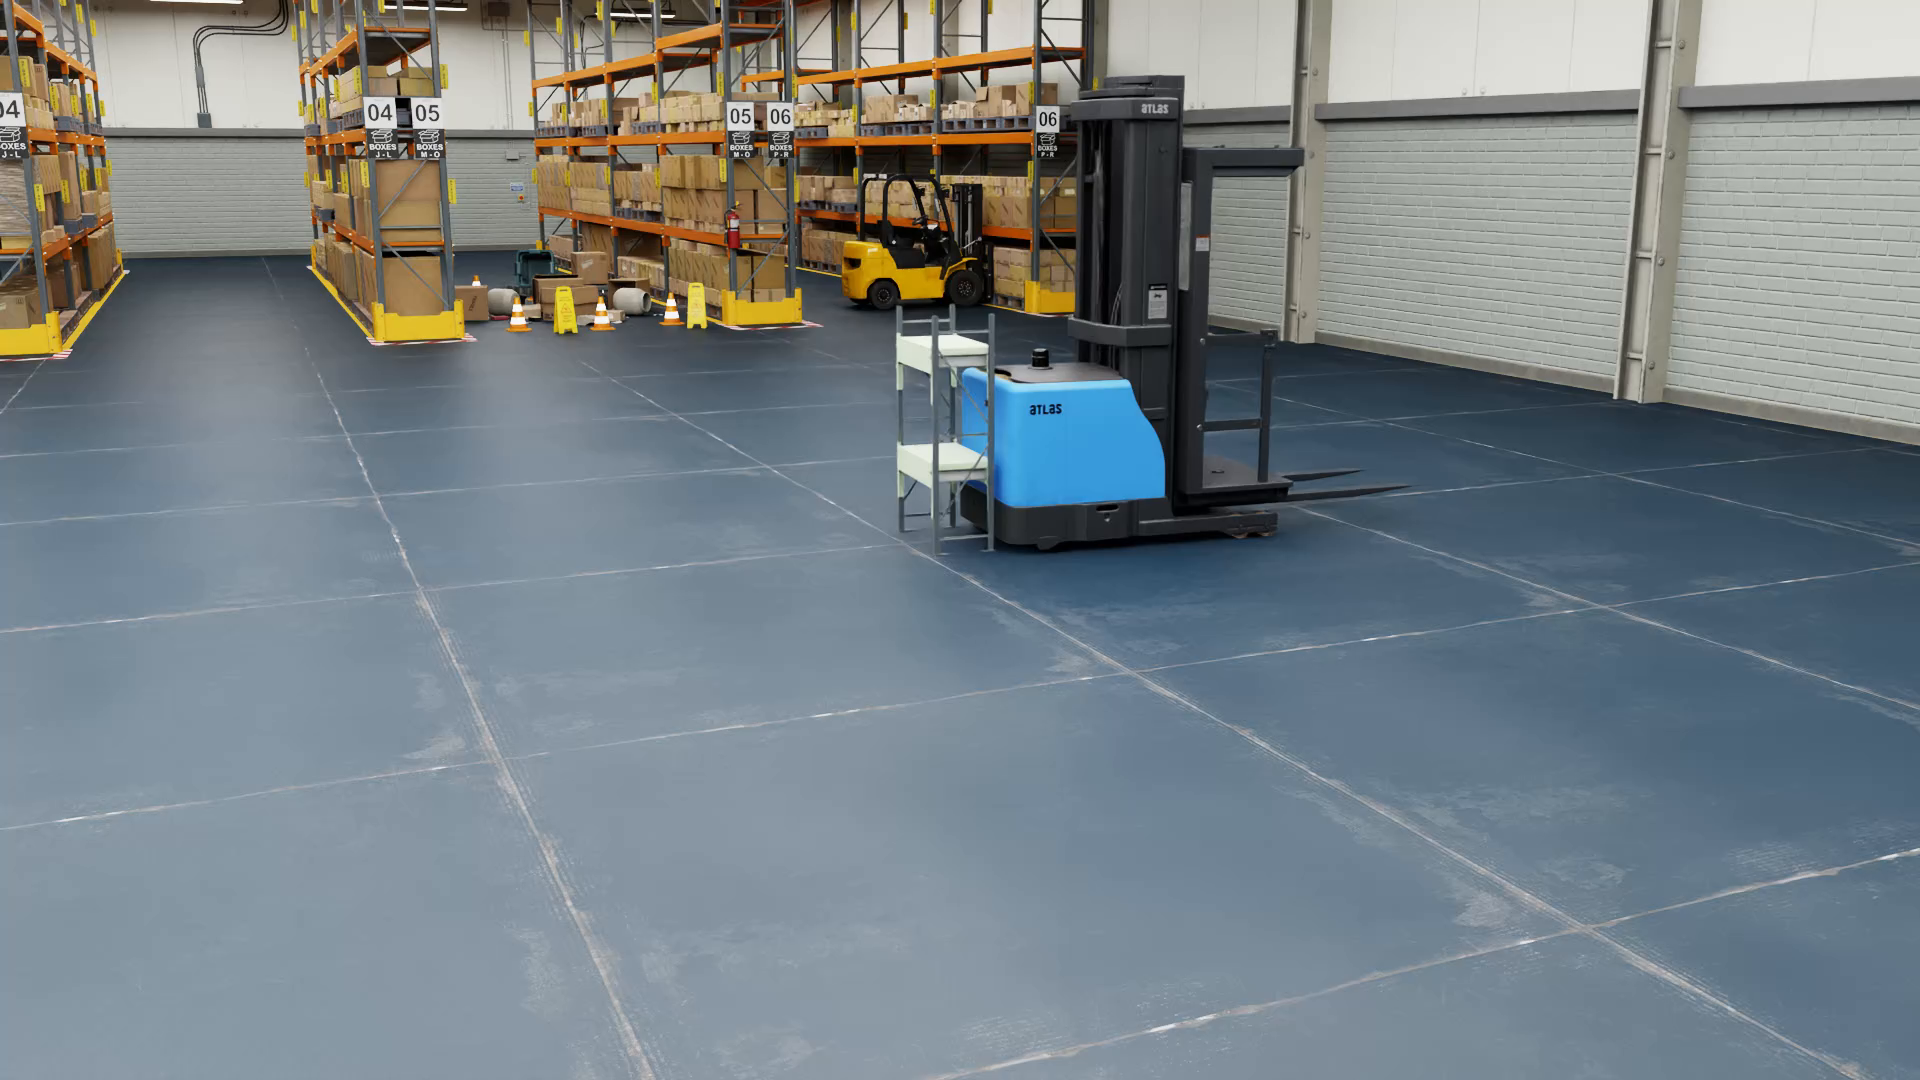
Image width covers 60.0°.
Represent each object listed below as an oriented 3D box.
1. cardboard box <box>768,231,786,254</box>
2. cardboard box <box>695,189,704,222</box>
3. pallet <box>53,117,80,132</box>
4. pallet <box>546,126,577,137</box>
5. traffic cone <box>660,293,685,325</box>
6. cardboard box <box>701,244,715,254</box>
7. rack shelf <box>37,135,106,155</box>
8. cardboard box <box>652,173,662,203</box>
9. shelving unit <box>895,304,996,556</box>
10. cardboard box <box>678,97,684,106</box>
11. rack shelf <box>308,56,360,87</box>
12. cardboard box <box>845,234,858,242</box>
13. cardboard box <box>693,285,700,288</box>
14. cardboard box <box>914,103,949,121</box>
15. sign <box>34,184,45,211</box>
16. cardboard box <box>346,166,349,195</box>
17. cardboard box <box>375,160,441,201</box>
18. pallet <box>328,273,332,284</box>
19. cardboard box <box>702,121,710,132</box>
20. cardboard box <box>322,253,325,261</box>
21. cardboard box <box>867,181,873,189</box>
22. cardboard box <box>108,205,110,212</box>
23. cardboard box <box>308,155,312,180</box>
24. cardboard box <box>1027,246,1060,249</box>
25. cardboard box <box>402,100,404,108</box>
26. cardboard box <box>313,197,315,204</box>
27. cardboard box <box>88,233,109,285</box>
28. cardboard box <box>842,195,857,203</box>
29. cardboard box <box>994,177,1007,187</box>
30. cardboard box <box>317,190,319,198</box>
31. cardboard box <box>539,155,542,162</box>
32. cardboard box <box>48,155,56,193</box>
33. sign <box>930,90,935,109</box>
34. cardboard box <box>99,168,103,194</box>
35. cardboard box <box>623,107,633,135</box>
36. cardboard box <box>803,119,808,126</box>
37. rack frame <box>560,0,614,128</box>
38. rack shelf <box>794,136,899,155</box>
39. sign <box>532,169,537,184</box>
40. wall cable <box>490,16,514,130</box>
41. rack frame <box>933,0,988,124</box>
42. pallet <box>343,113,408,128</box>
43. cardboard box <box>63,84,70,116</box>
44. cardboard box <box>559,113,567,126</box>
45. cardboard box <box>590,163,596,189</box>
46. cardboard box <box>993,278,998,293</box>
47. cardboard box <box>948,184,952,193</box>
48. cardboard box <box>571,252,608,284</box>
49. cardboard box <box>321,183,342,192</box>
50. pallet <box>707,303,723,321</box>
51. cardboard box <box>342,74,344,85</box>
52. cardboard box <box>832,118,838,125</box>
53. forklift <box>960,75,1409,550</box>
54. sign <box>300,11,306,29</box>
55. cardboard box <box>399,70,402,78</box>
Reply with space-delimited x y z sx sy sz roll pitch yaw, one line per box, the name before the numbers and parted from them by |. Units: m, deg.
cardboard box | -4.208 -7.013 39.129 0.500 0.500 0.500 -5 14 -22
cardboard box | -3.794 -5.193 25.773 0.500 0.500 0.500 -6 14 -23
pallet | -14.181 -6.357 25.447 1.213 0.211 1.003 -6 14 -23
pallet | -8.540 -9.023 36.749 1.003 0.211 1.213 -6 14 -23
traffic cone | -4.285 -3.441 24.710 0.336 0.463 0.334 -6 14 -23
cardboard box | -3.797 -4.515 25.789 0.380 0.149 0.250 -5 14 -22
rack shelf | -17.619 -7.813 32.917 1.077 0.370 4.000 -6 14 -23
cardboard box | -4.928 -6.004 28.345 0.500 0.500 0.500 -6 14 -24
shelving unit | -0.100 -0.723 10.667 0.431 1.500 0.755 -5 14 -19
cardboard box | -4.251 -6.954 26.399 0.380 0.149 0.250 -6 14 -25
rack shelf | -11.431 -8.680 30.898 1.077 0.370 4.000 -6 14 -23
cardboard box | -2.156 -6.242 34.361 0.380 0.149 0.250 -6 15 -26
cardboard box | -3.916 -3.927 26.353 0.500 0.250 0.500 -6 14 -25
cardboard box | -0.499 -7.779 30.219 0.500 0.311 0.500 -6 14 -25
sign | -11.513 -4.280 20.791 0.100 0.325 0.005 -6 14 -23
cardboard box | -9.843 -6.016 27.770 0.700 0.500 0.500 -6 14 -24
cardboard box | -7.538 -4.916 22.729 0.875 0.550 0.550 -6 14 -23
pallet | -11.919 -5.196 32.854 1.003 0.211 1.213 -6 14 -23
cardboard box | -3.718 -6.304 25.359 0.380 0.149 0.250 -6 14 -23
cardboard box | -12.769 -5.767 33.868 0.380 0.149 0.250 -6 14 -26
cardboard box | -1.622 -7.024 32.904 0.380 0.149 0.250 -5 14 -22
cardboard box | -17.671 -6.791 34.118 0.380 0.149 0.250 -5 14 -22
cardboard box | -13.502 -7.893 35.221 0.500 0.500 0.500 -6 14 -24
cardboard box | 1.394 -4.725 27.582 0.500 0.250 0.500 -6 14 -23
cardboard box | -7.674 -6.137 23.486 0.380 0.149 0.250 -6 14 -23
cardboard box | -12.496 -6.675 32.684 0.380 0.149 0.250 -6 14 -26
cardboard box | -15.822 -4.961 29.433 1.225 0.875 0.875 -6 14 -23
cardboard box | -2.203 -6.990 34.043 0.380 0.149 0.250 -5 14 -22
cardboard box | 0.785 -5.920 27.475 0.380 0.149 0.250 -5 14 -22
cardboard box | -11.867 -6.497 31.255 0.380 0.149 0.250 -6 14 -24
cardboard box | -9.451 -8.764 38.204 0.380 0.149 0.250 -5 14 -22
cardboard box | -12.779 -5.042 22.903 0.500 0.500 0.500 -6 14 -23
sign | -0.479 -7.795 29.402 0.100 0.325 0.005 -6 14 -23
cardboard box | -17.178 -7.057 32.720 0.500 0.500 0.500 -6 14 -25
cardboard box | -5.764 -7.671 30.486 0.700 0.500 0.500 -6 14 -23
cardboard box | -3.149 -8.967 35.714 0.380 0.149 0.250 -5 14 -22
rack frame | -7.737 -10.106 34.579 1.000 3.000 0.127 -6 14 -23
rack shelf | -2.389 -8.330 35.154 1.077 0.370 4.000 -6 14 -23
sign | -9.850 -8.421 38.509 0.100 0.325 0.005 -6 14 -23
wall cable | -11.876 -12.083 43.118 0.463 3.000 0.029 -6 14 -23
rack frame | 0.014 -8.903 29.378 1.000 3.000 0.127 -6 14 -23
pallet | -8.709 -6.311 25.030 1.003 0.211 1.213 -6 14 -23
cardboard box | -14.579 -7.035 26.630 0.500 0.500 0.500 -6 14 -23
cardboard box | -8.286 -8.936 35.319 0.396 0.266 0.258 -5 14 -21
cardboard box | -6.988 -7.185 32.821 0.500 0.500 0.500 -6 14 -23
cardboard box | 0.756 -4.295 27.941 0.500 0.250 0.500 -5 14 -22
cardboard box | 0.006 -6.202 29.353 0.380 0.149 0.250 -5 14 -22
cardboard box | -6.152 -4.515 27.589 0.500 0.500 0.500 -6 14 -23
cardboard box | -11.246 -6.321 29.836 0.380 0.149 0.250 -6 14 -25
pallet | -3.254 -3.533 25.665 1.003 0.211 1.213 -6 14 -23
cardboard box | -8.887 -6.780 24.496 0.380 0.149 0.250 -6 14 -24
cardboard box | -2.442 -8.709 34.641 0.380 0.149 0.250 -5 14 -21
forklift | 1.574 -1.544 11.041 3.031 2.935 1.130 -5 14 -19
sign | -12.737 -10.087 32.248 0.100 0.325 0.005 -6 14 -23
cardboard box | -7.674 -6.525 23.393 0.380 0.149 0.250 -6 14 -24
